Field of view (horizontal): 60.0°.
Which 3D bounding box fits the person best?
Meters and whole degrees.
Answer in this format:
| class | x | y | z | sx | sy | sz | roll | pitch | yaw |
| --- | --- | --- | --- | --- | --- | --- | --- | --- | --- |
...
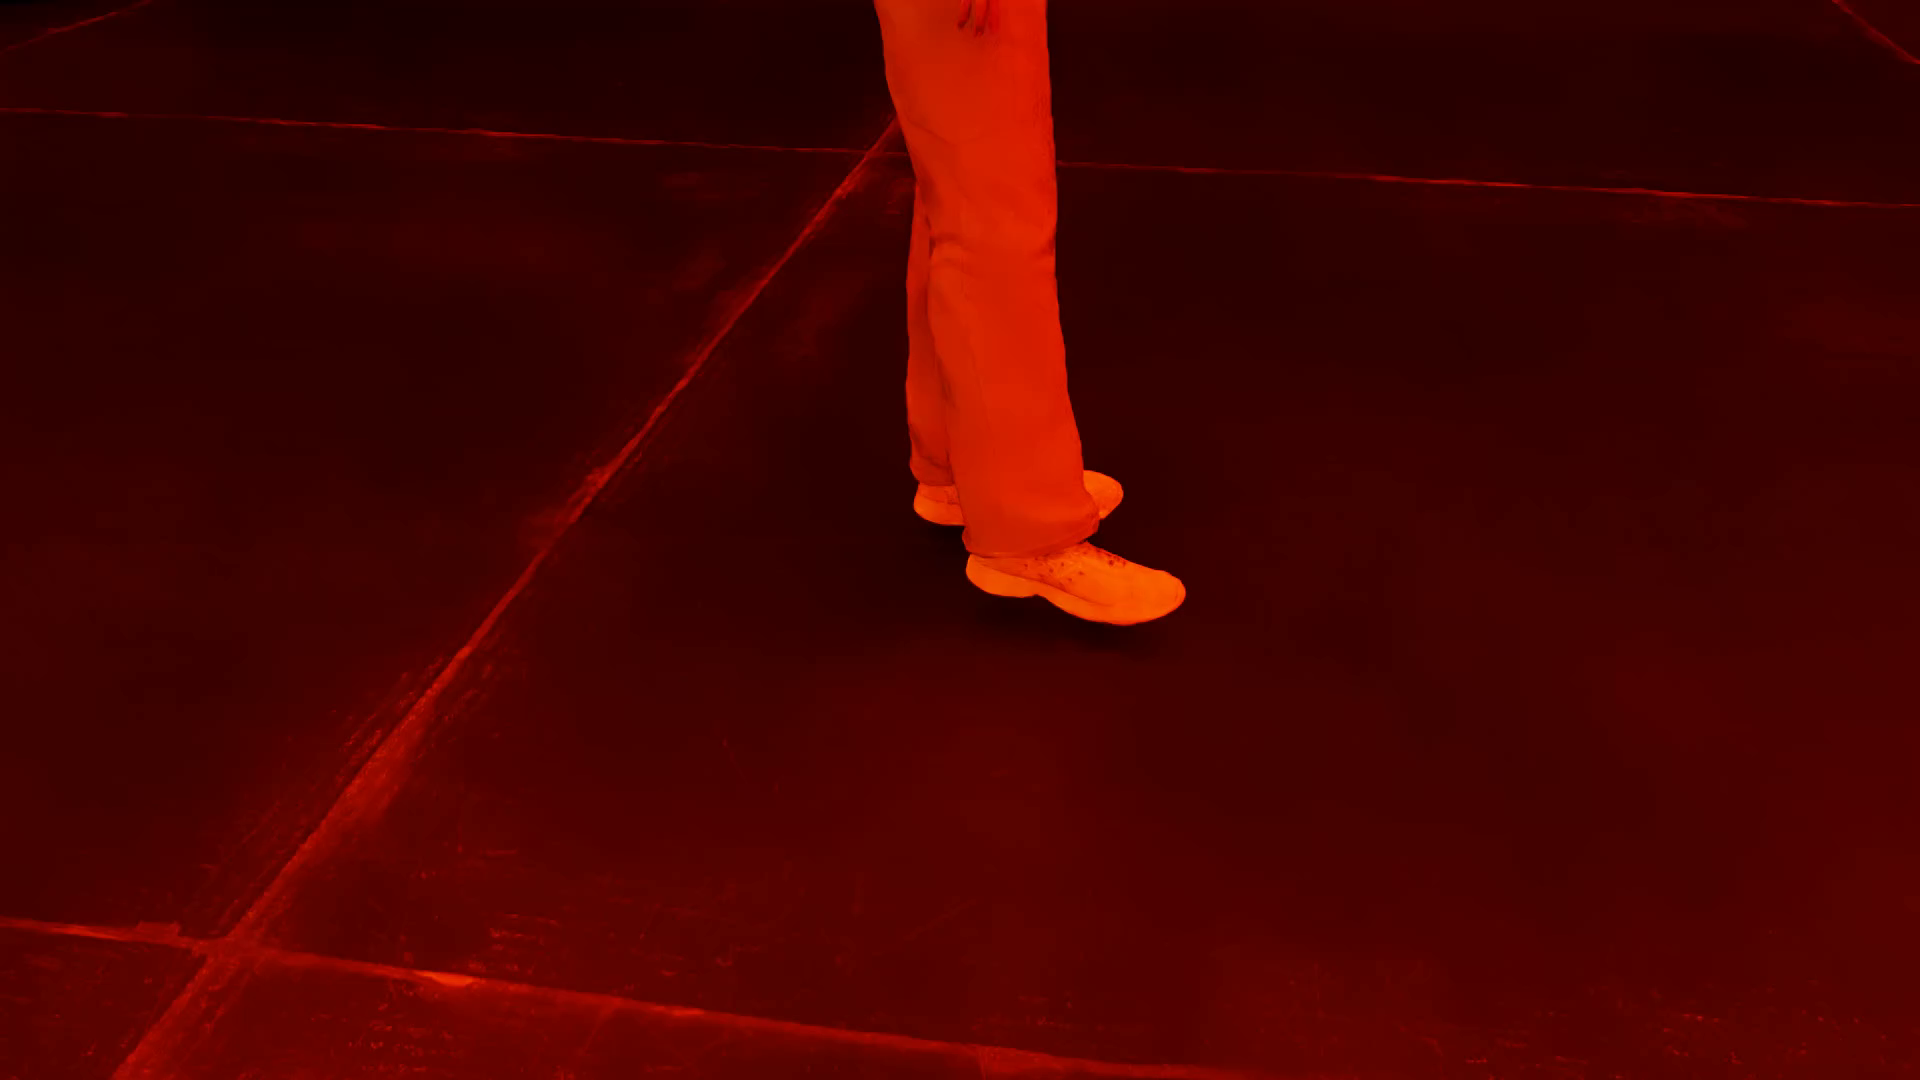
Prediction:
| class | x | y | z | sx | sy | sz | roll | pitch | yaw |
| --- | --- | --- | --- | --- | --- | --- | --- | --- | --- |
| person | 0.070 | -0.761 | 2.048 | 0.549 | 1.673 | 0.550 | 5 | 29 | 9 |
